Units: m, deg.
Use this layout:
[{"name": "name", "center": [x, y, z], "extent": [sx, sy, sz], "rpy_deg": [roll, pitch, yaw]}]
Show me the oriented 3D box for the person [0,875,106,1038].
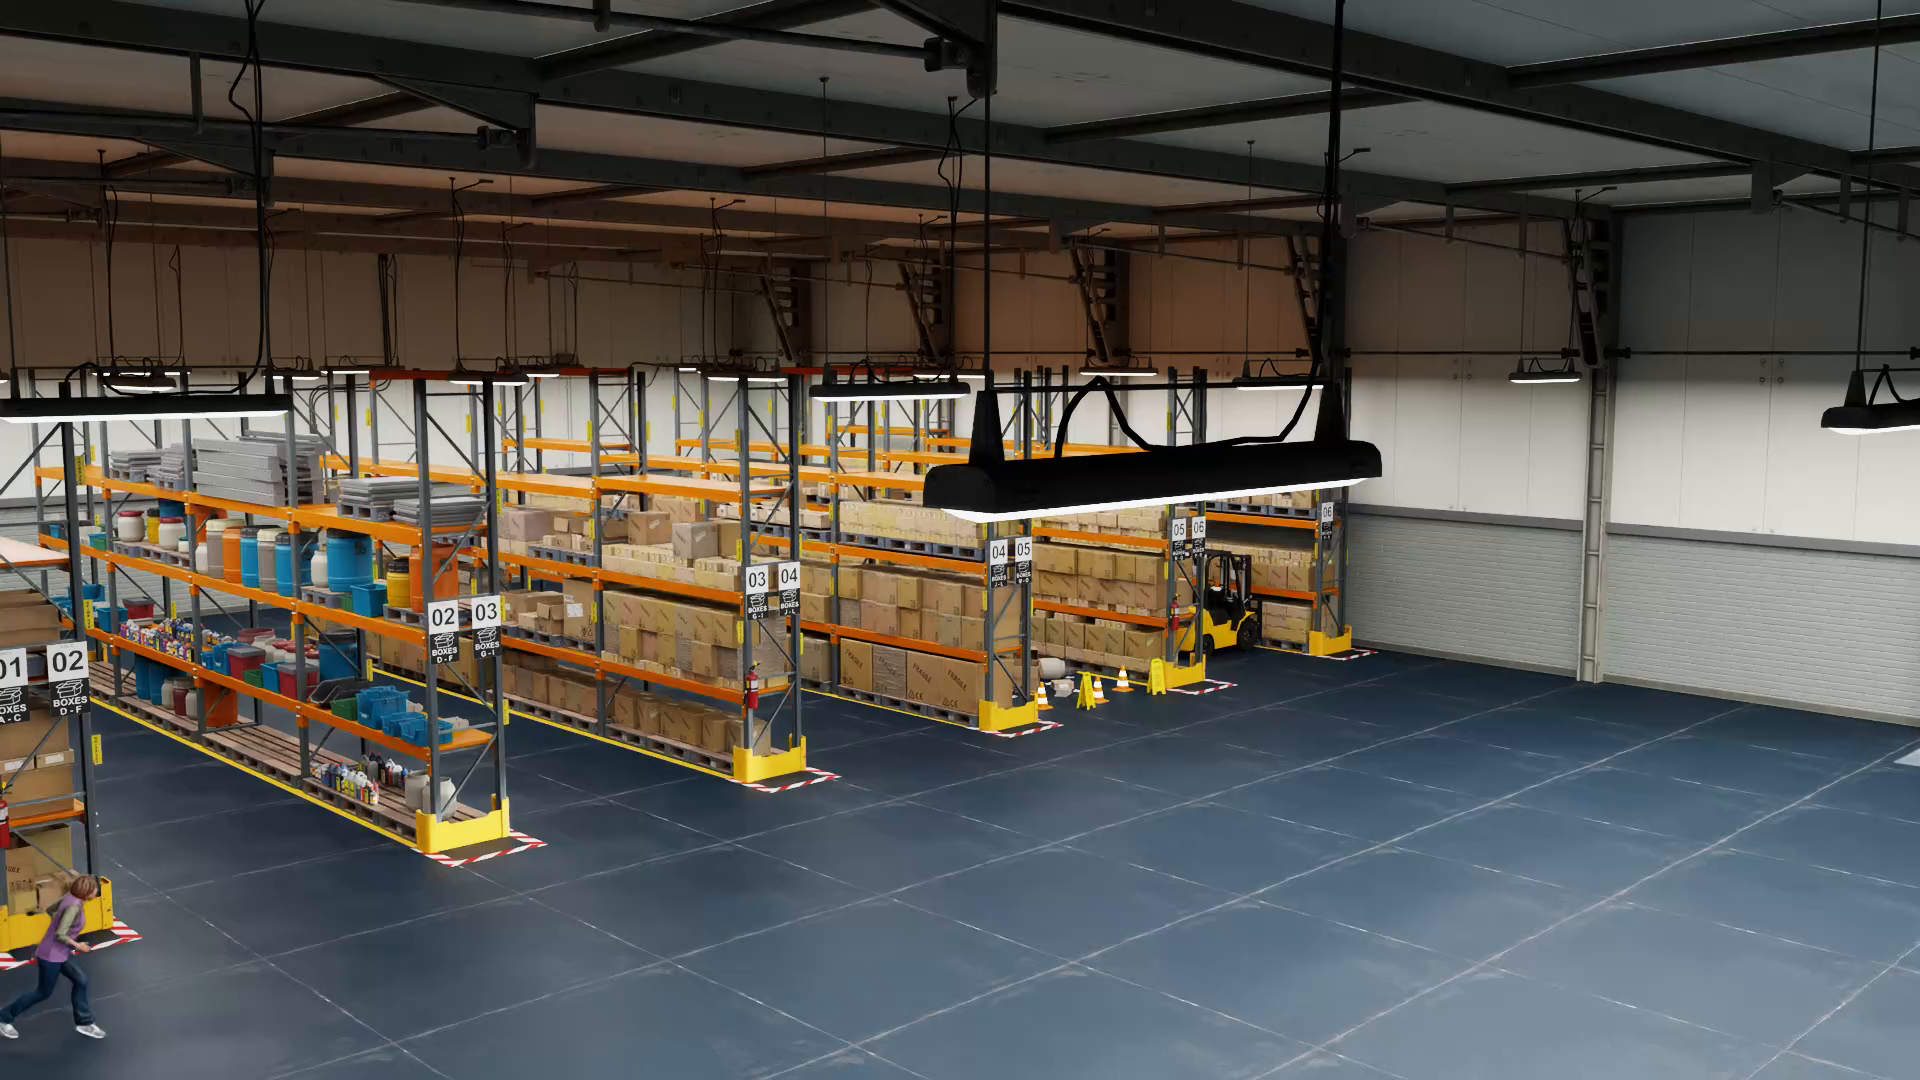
[{"name": "person", "center": [-8.385, 3.877, 15.251], "extent": [0.917, 1.547, 0.569], "rpy_deg": [-3, 7, -25]}]
